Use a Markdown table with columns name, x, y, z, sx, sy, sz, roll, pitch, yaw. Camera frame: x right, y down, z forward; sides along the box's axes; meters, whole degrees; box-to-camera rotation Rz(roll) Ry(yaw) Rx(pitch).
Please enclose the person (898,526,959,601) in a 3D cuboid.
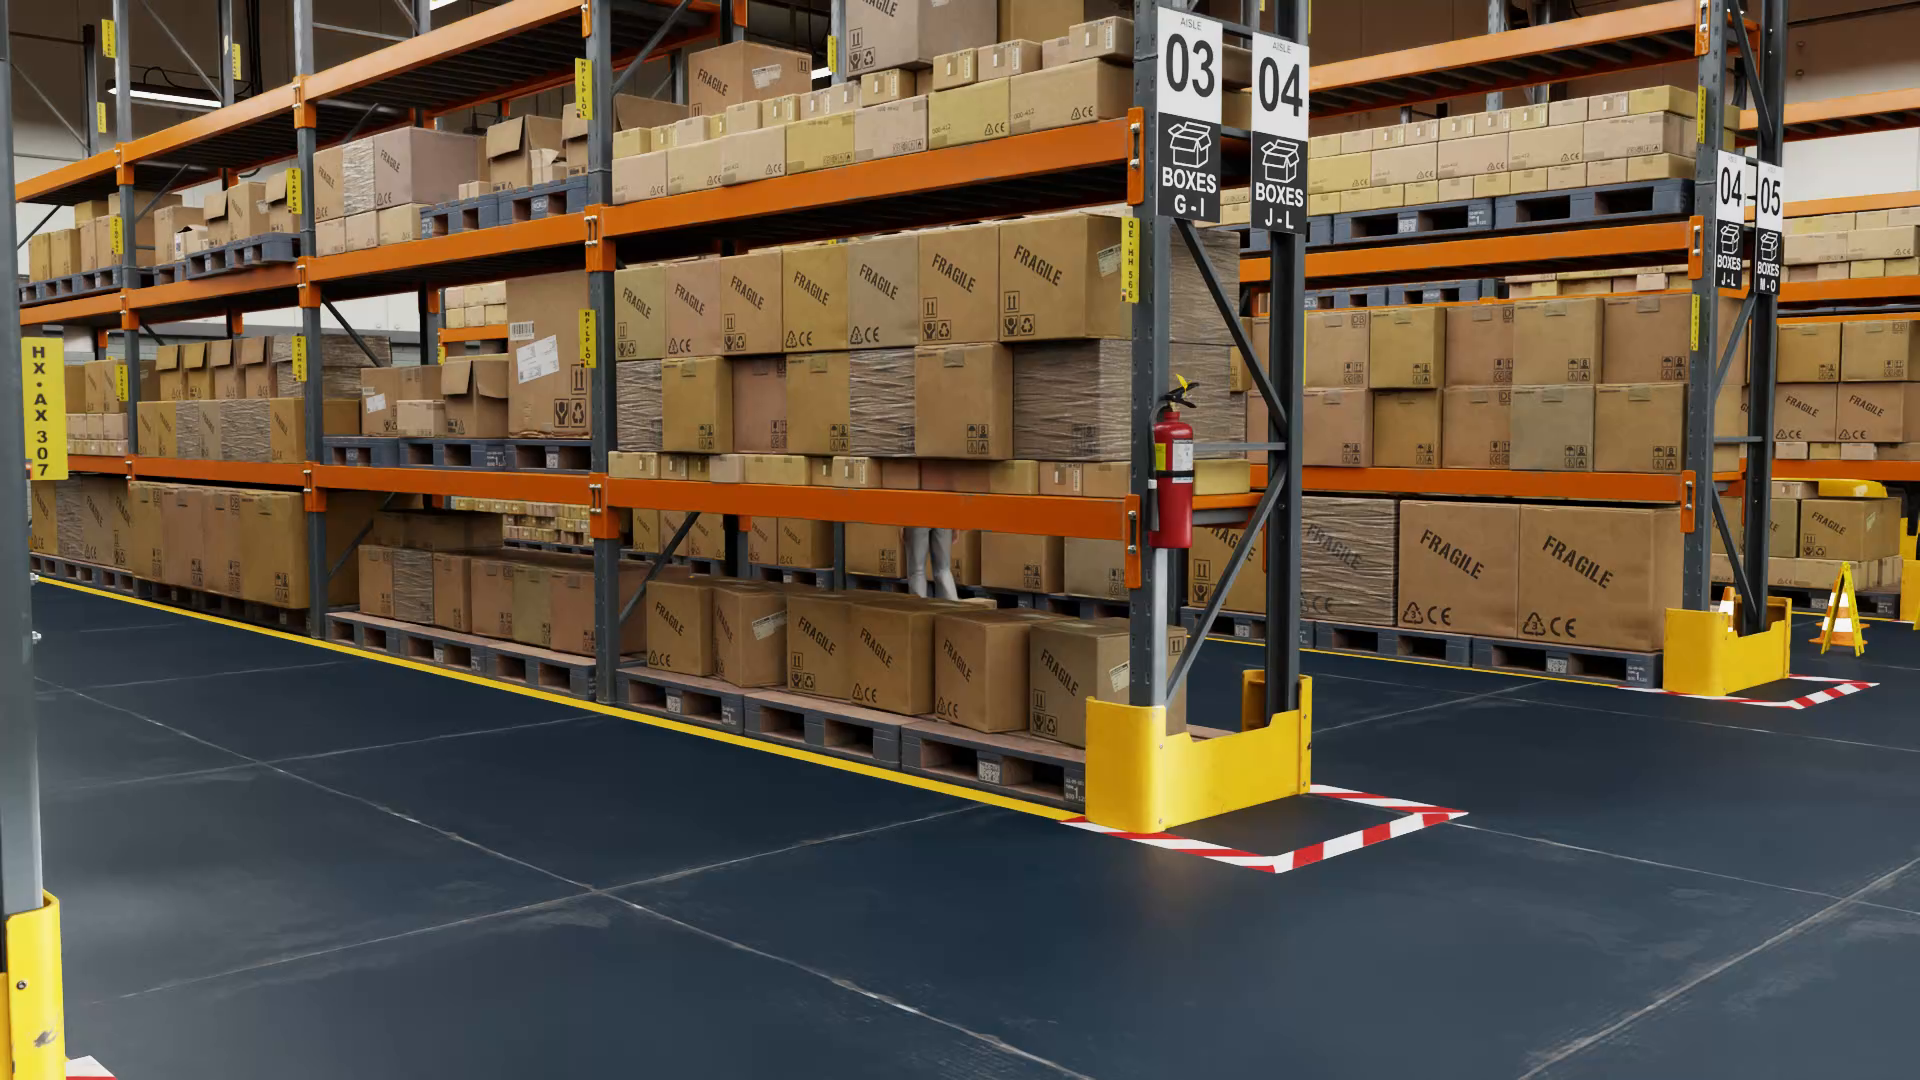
| name | x | y | z | sx | sy | sz | roll | pitch | yaw |
| --- | --- | --- | --- | --- | --- | --- | --- | --- | --- |
| person | -0.223 | -0.093 | 12.212 | 0.460 | 1.668 | 0.522 | -1 | 4 | -16 |
